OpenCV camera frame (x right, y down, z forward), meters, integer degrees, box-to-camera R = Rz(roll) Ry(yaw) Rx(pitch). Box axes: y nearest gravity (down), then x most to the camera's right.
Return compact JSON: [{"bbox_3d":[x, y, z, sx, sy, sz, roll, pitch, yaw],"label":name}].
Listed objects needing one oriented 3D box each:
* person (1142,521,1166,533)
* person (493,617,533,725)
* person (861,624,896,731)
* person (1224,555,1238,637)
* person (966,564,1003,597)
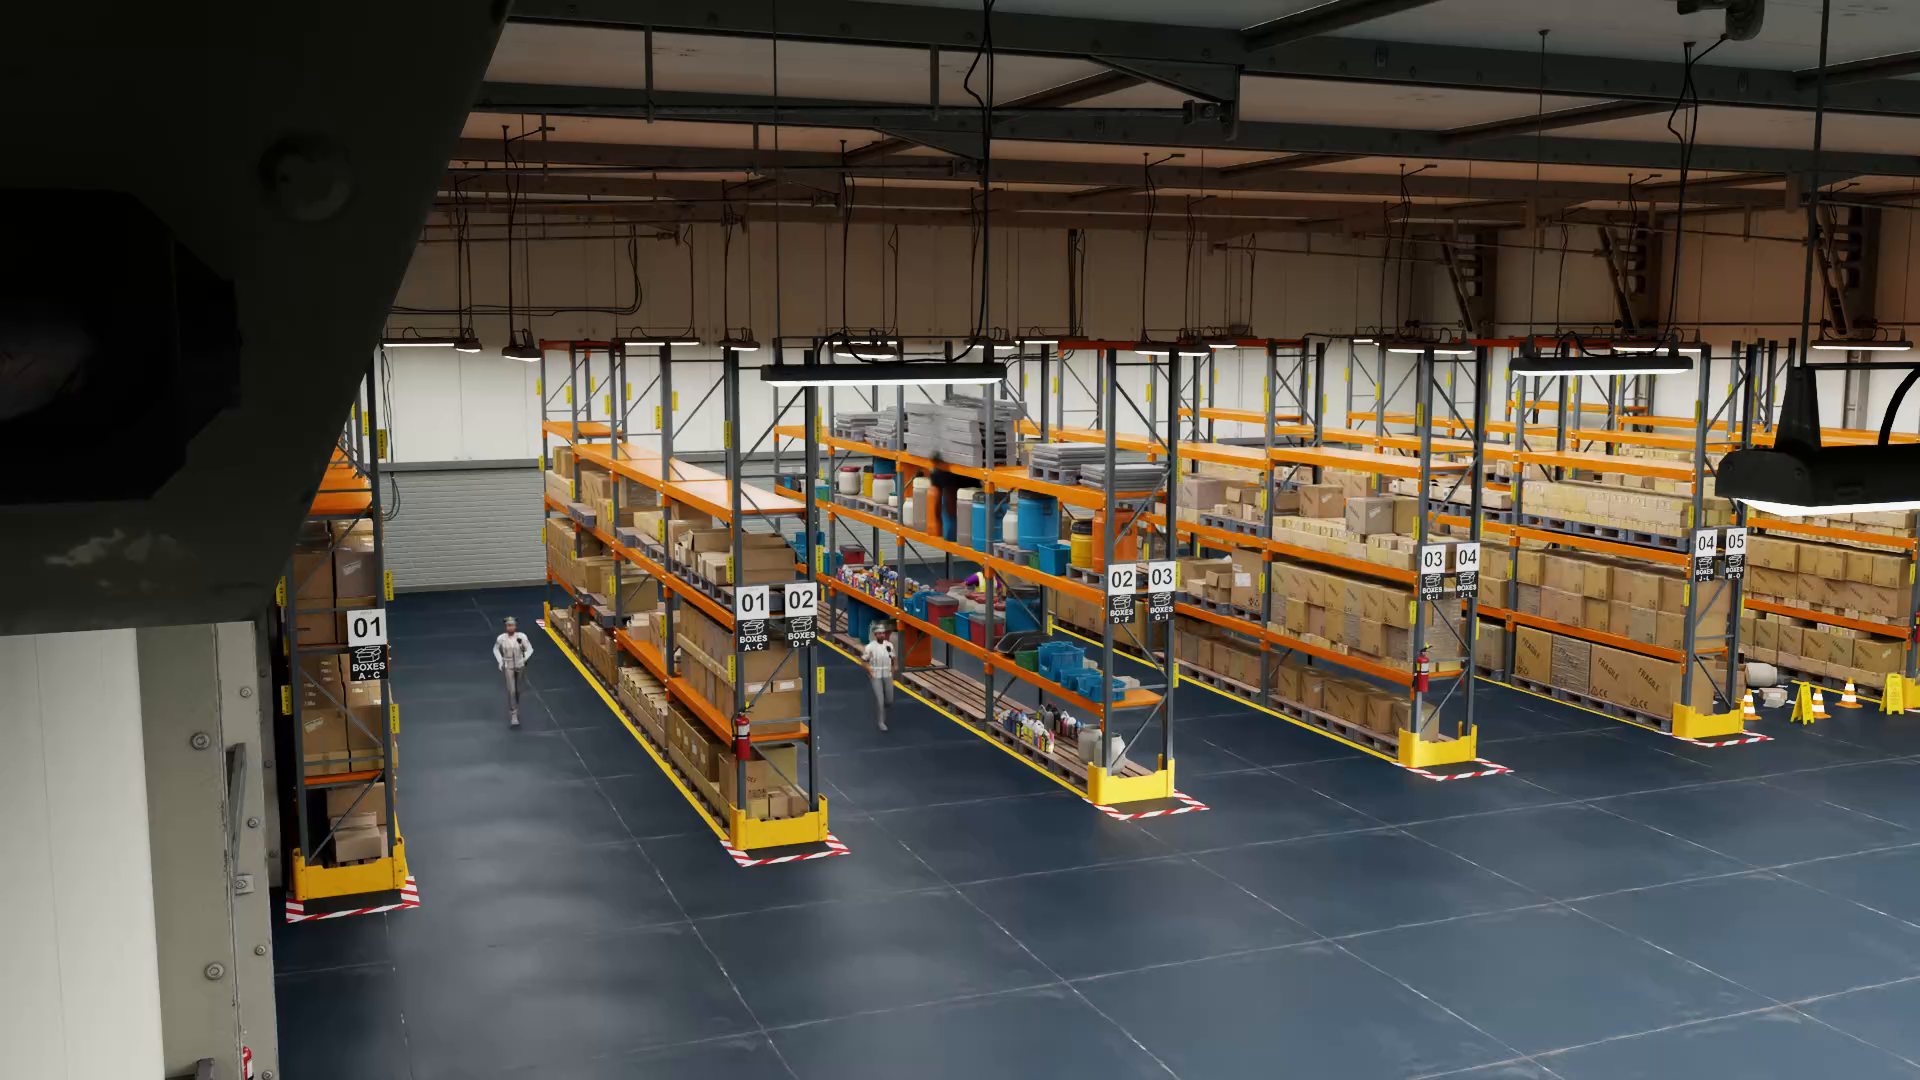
[{"bbox_3d":[4.719,0.078,41.455,1.044,1.726,0.727,-6,10,-40],"label":"person"},{"bbox_3d":[-7.101,2.032,26.481,0.610,1.694,0.860,-3,8,-20],"label":"person"},{"bbox_3d":[-1.266,2.126,26.062,0.576,1.652,0.612,-3,8,-20],"label":"person"},{"bbox_3d":[5.282,1.194,32.912,0.661,1.833,0.833,-3,8,-19],"label":"person"},{"bbox_3d":[0.515,1.243,32.200,0.692,1.781,0.906,-4,8,-28],"label":"person"}]
